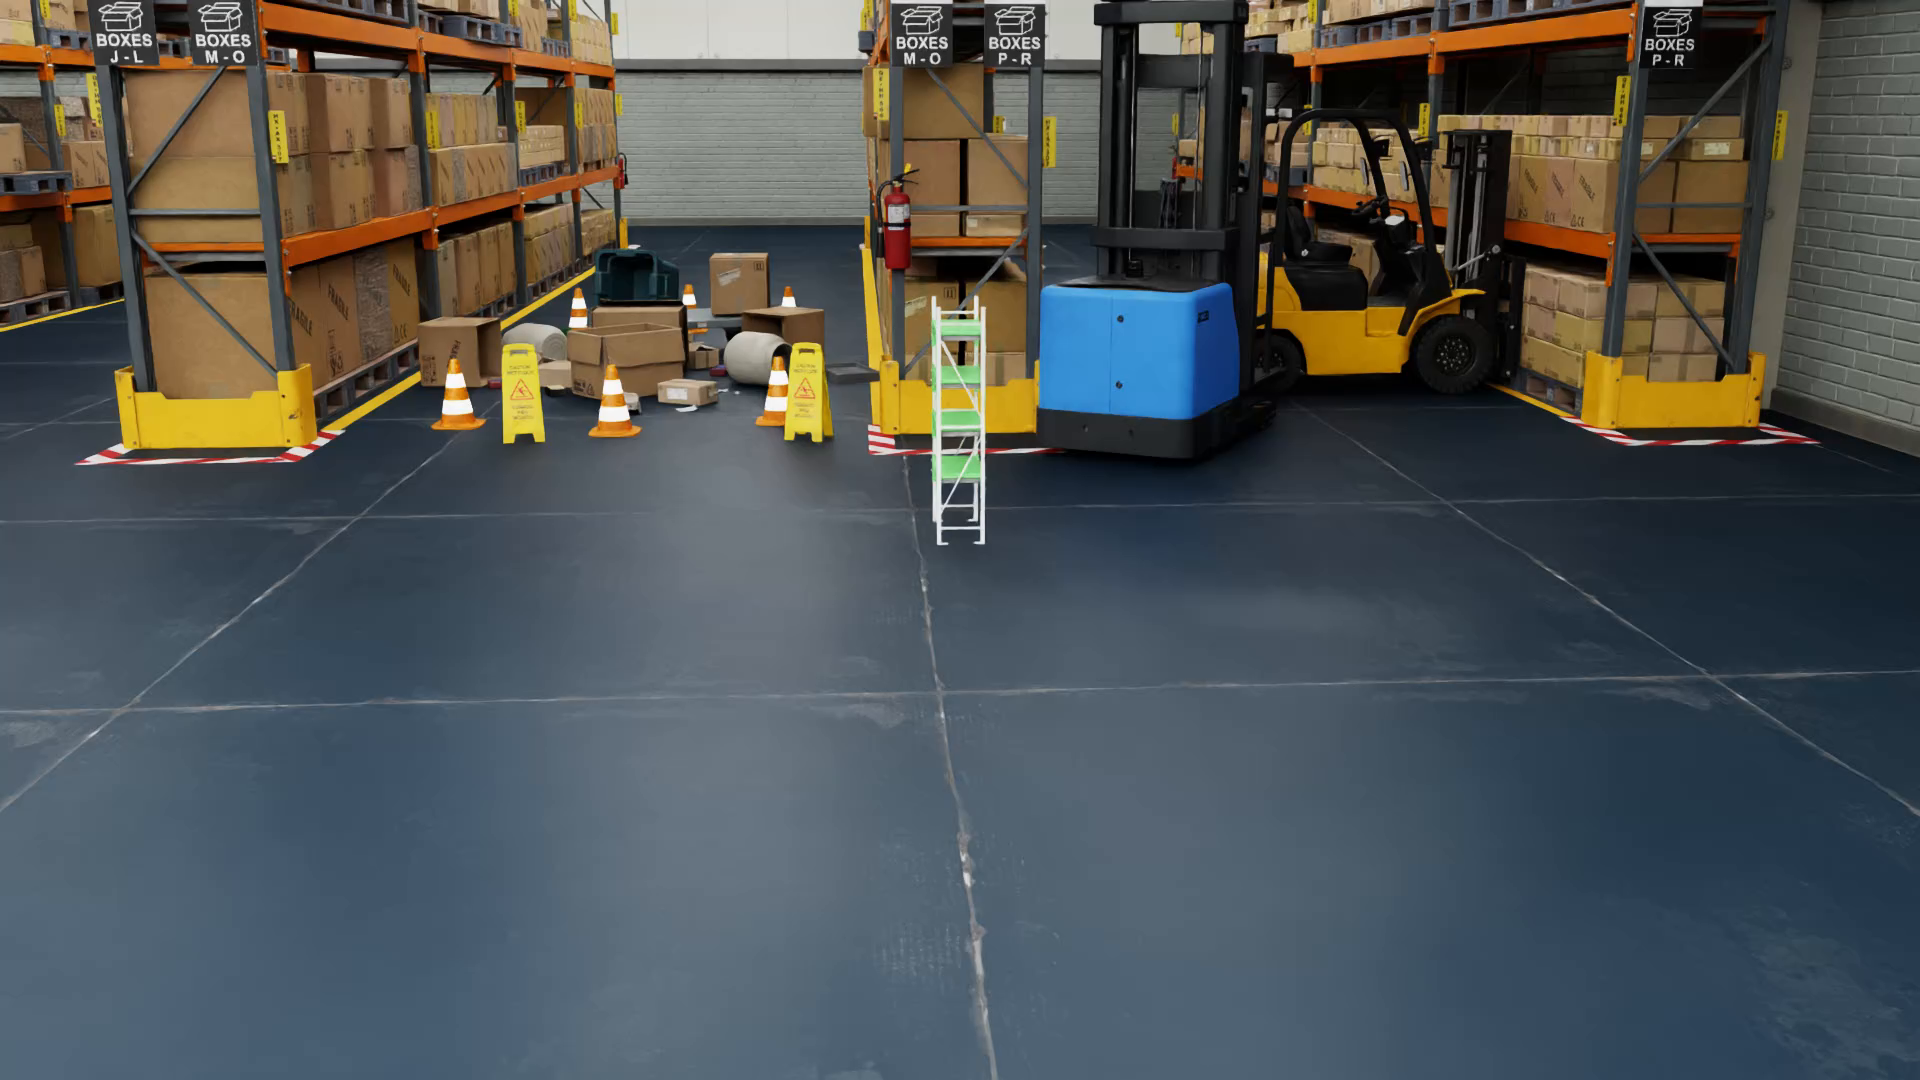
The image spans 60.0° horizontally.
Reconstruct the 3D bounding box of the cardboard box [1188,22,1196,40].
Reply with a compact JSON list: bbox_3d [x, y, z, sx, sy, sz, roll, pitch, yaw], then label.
[{"bbox_3d":[3.793,-7.785,25.445,0.500,0.250,0.500,-1,14,-4],"label":"cardboard box"}]

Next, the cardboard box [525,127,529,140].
[{"bbox_3d":[-5.270,-4.773,19.523,0.380,0.149,0.250,-1,15,-6],"label":"cardboard box"}]

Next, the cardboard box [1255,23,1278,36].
[{"bbox_3d":[3.945,-6.450,21.016,0.380,0.149,0.250,-1,14,-2],"label":"cardboard box"}]

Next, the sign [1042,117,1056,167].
[{"bbox_3d":[0.582,-2.631,10.994,0.100,0.325,0.005,-1,14,-3],"label":"sign"}]

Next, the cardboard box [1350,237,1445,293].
[{"bbox_3d":[4.614,-2.838,17.461,0.875,0.625,0.625,-1,15,-6],"label":"cardboard box"}]

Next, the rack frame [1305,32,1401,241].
[{"bbox_3d":[4.499,-4.270,19.103,1.000,3.000,0.127,-1,14,-3],"label":"rack frame"}]

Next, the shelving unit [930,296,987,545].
[{"bbox_3d":[-0.010,-0.622,8.537,0.258,1.200,0.503,-1,14,-3],"label":"shelving unit"}]

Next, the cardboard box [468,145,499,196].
[{"bbox_3d":[-5.033,-3.783,17.010,0.500,0.500,0.500,-1,14,-4],"label":"cardboard box"}]

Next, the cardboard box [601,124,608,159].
[{"bbox_3d":[-5.532,-5.911,24.684,0.500,0.500,0.500,-1,14,-3],"label":"cardboard box"}]

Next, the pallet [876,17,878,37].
[{"bbox_3d":[-0.206,-4.973,16.190,1.213,0.211,1.003,-1,14,-3],"label":"pallet"}]

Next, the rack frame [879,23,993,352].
[{"bbox_3d":[-0.207,-3.198,14.935,1.000,3.000,0.127,-1,14,-3],"label":"rack frame"}]

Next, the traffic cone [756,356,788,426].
[{"bbox_3d":[-1.273,-1.061,11.723,0.336,0.463,0.334,-1,14,-3],"label":"traffic cone"}]

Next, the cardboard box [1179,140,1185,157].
[{"bbox_3d":[3.763,-6.214,26.363,0.500,0.250,0.500,-1,14,-3],"label":"cardboard box"}]

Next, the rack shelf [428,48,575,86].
[{"bbox_3d":[-5.513,-5.693,20.056,1.077,0.370,4.000,-1,14,-3],"label":"rack shelf"}]

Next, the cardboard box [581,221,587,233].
[{"bbox_3d":[-5.409,-4.355,23.117,0.380,0.149,0.250,0,14,-1],"label":"cardboard box"}]

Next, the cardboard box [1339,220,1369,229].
[{"bbox_3d":[4.788,-3.778,20.063,0.380,0.149,0.250,0,14,-2],"label":"cardboard box"}]

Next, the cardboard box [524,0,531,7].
[{"bbox_3d":[-5.672,-6.406,20.333,0.797,0.503,0.637,-1,14,-4],"label":"cardboard box"}]

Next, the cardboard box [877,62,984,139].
[{"bbox_3d":[-0.209,-3.003,11.375,0.700,0.500,0.500,-1,14,-5],"label":"cardboard box"}]

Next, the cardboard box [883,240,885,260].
[{"bbox_3d":[-0.439,-2.369,13.584,0.380,0.149,0.250,0,14,0],"label":"cardboard box"}]

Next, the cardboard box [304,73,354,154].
[{"bbox_3d":[-4.903,-3.067,11.957,0.875,0.550,0.550,-1,14,-3],"label":"cardboard box"}]

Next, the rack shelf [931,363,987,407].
[{"bbox_3d":[-0.010,-0.793,8.493,0.258,0.148,0.480,-1,14,-3],"label":"rack shelf"}]

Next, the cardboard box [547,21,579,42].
[{"bbox_3d":[-5.427,-6.831,22.336,0.500,0.250,0.500,0,14,-2],"label":"cardboard box"}]

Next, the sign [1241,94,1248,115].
[{"bbox_3d":[4.559,-6.977,26.666,0.100,0.325,0.005,-1,14,-3],"label":"sign"}]

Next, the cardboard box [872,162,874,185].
[{"bbox_3d":[-0.793,-4.369,19.786,0.500,0.250,0.500,-1,14,-2],"label":"cardboard box"}]

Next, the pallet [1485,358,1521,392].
[{"bbox_3d":[4.833,-1.422,13.631,1.003,0.211,1.213,-1,14,-3],"label":"pallet"}]

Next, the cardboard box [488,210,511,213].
[{"bbox_3d":[-5.751,-3.865,20.198,0.500,0.250,0.500,-1,14,-2],"label":"cardboard box"}]

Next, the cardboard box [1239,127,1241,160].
[{"bbox_3d":[4.058,-5.393,22.424,0.700,0.500,0.500,-1,14,-2],"label":"cardboard box"}]

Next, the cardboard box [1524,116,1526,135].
[{"bbox_3d":[4.661,-3.254,13.056,0.380,0.149,0.250,-1,14,-3],"label":"cardboard box"}]

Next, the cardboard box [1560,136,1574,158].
[{"bbox_3d":[4.689,-2.915,12.335,0.380,0.149,0.250,-1,14,-4],"label":"cardboard box"}]

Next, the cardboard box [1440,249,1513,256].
[{"bbox_3d":[4.485,-2.379,14.421,0.500,0.250,0.500,-1,14,-3],"label":"cardboard box"}]

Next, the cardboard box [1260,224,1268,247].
[{"bbox_3d":[4.126,-3.878,21.751,0.500,0.500,0.500,-1,14,-5],"label":"cardboard box"}]

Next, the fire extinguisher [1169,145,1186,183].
[{"bbox_3d":[3.533,-6.071,27.006,0.296,0.674,0.183,-1,14,-3],"label":"fire extinguisher"}]

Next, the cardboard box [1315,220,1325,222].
[{"bbox_3d":[4.168,-3.763,20.006,0.380,0.149,0.250,-2,15,-6],"label":"cardboard box"}]

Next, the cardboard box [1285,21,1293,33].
[{"bbox_3d":[4.183,-6.248,20.272,0.380,0.149,0.250,0,14,-2],"label":"cardboard box"}]

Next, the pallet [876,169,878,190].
[{"bbox_3d":[-0.304,-3.924,18.143,1.213,0.211,1.003,-1,14,-3],"label":"pallet"}]

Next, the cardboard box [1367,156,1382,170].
[{"bbox_3d":[4.396,-3.818,16.644,0.500,0.250,0.500,-1,14,-2],"label":"cardboard box"}]

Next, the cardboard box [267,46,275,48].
[{"bbox_3d":[-10.756,-7.654,24.989,0.700,0.500,0.500,-2,15,-7],"label":"cardboard box"}]

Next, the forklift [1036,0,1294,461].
[{"bbox_3d":[1.582,-2.234,11.326,1.130,2.935,3.031,7,16,25],"label":"forklift"}]

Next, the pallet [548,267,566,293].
[{"bbox_3d":[-5.509,-3.238,20.686,1.003,0.211,1.213,-1,14,-3],"label":"pallet"}]

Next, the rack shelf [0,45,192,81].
[{"bbox_3d":[-10.470,-5.641,19.856,1.077,0.370,4.000,-1,14,-3],"label":"rack shelf"}]

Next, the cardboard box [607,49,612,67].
[{"bbox_3d":[-5.593,-7.352,25.361,0.500,0.250,0.500,-1,14,-5],"label":"cardboard box"}]

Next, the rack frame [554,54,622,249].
[{"bbox_3d":[-5.885,-6.081,26.140,1.000,3.000,0.127,-1,14,-3],"label":"rack frame"}]

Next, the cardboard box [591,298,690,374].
[{"bbox_3d":[-2.661,-1.690,13.812,0.797,0.637,0.503,-1,14,-3],"label":"cardboard box"}]

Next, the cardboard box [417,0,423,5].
[{"bbox_3d":[-4.930,-4.890,14.717,0.258,0.266,0.396,-1,14,-4],"label":"cardboard box"}]

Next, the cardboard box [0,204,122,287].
[{"bbox_3d":[-10.368,-3.386,19.088,1.225,0.875,0.875,-2,15,-6],"label":"cardboard box"}]

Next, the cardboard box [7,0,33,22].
[{"bbox_3d":[-10.067,-5.668,17.312,0.500,0.500,0.500,-1,14,-2],"label":"cardboard box"}]

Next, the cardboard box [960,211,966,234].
[{"bbox_3d":[0.196,-2.232,11.684,0.380,0.149,0.250,-1,14,-3],"label":"cardboard box"}]

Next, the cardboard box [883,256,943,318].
[{"bbox_3d":[-0.395,-2.149,14.029,0.500,0.500,0.500,0,14,-1],"label":"cardboard box"}]

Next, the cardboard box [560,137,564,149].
[{"bbox_3d":[-5.415,-5.216,21.843,0.380,0.149,0.250,0,14,-2],"label":"cardboard box"}]
